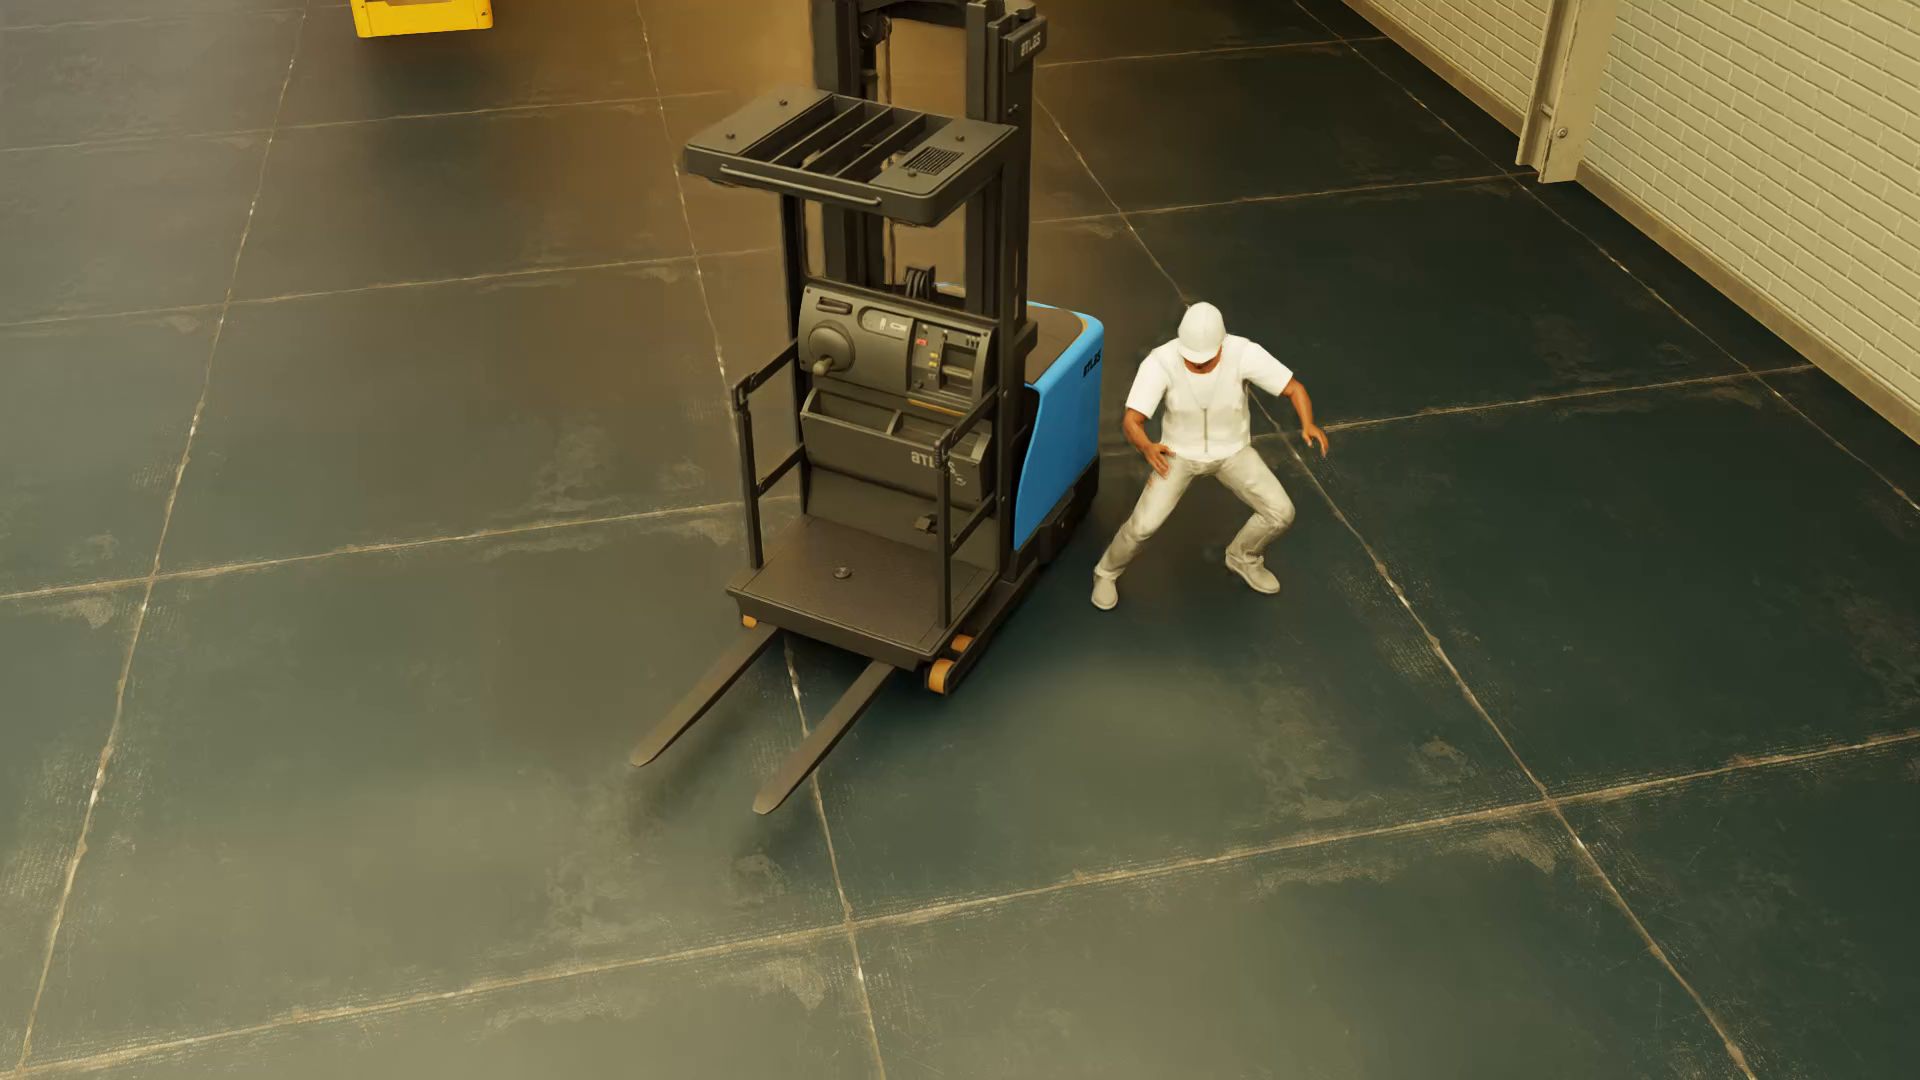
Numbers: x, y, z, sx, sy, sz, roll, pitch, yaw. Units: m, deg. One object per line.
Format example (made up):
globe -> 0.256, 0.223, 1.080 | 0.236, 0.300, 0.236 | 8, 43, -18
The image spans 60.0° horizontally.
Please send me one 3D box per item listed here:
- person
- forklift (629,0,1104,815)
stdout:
person -> 1.159, -0.362, 7.752 | 1.022, 1.534, 0.782 | 3, 36, 4
forklift -> -0.389, -0.784, 7.140 | 1.130, 2.935, 3.031 | 17, 39, 22
